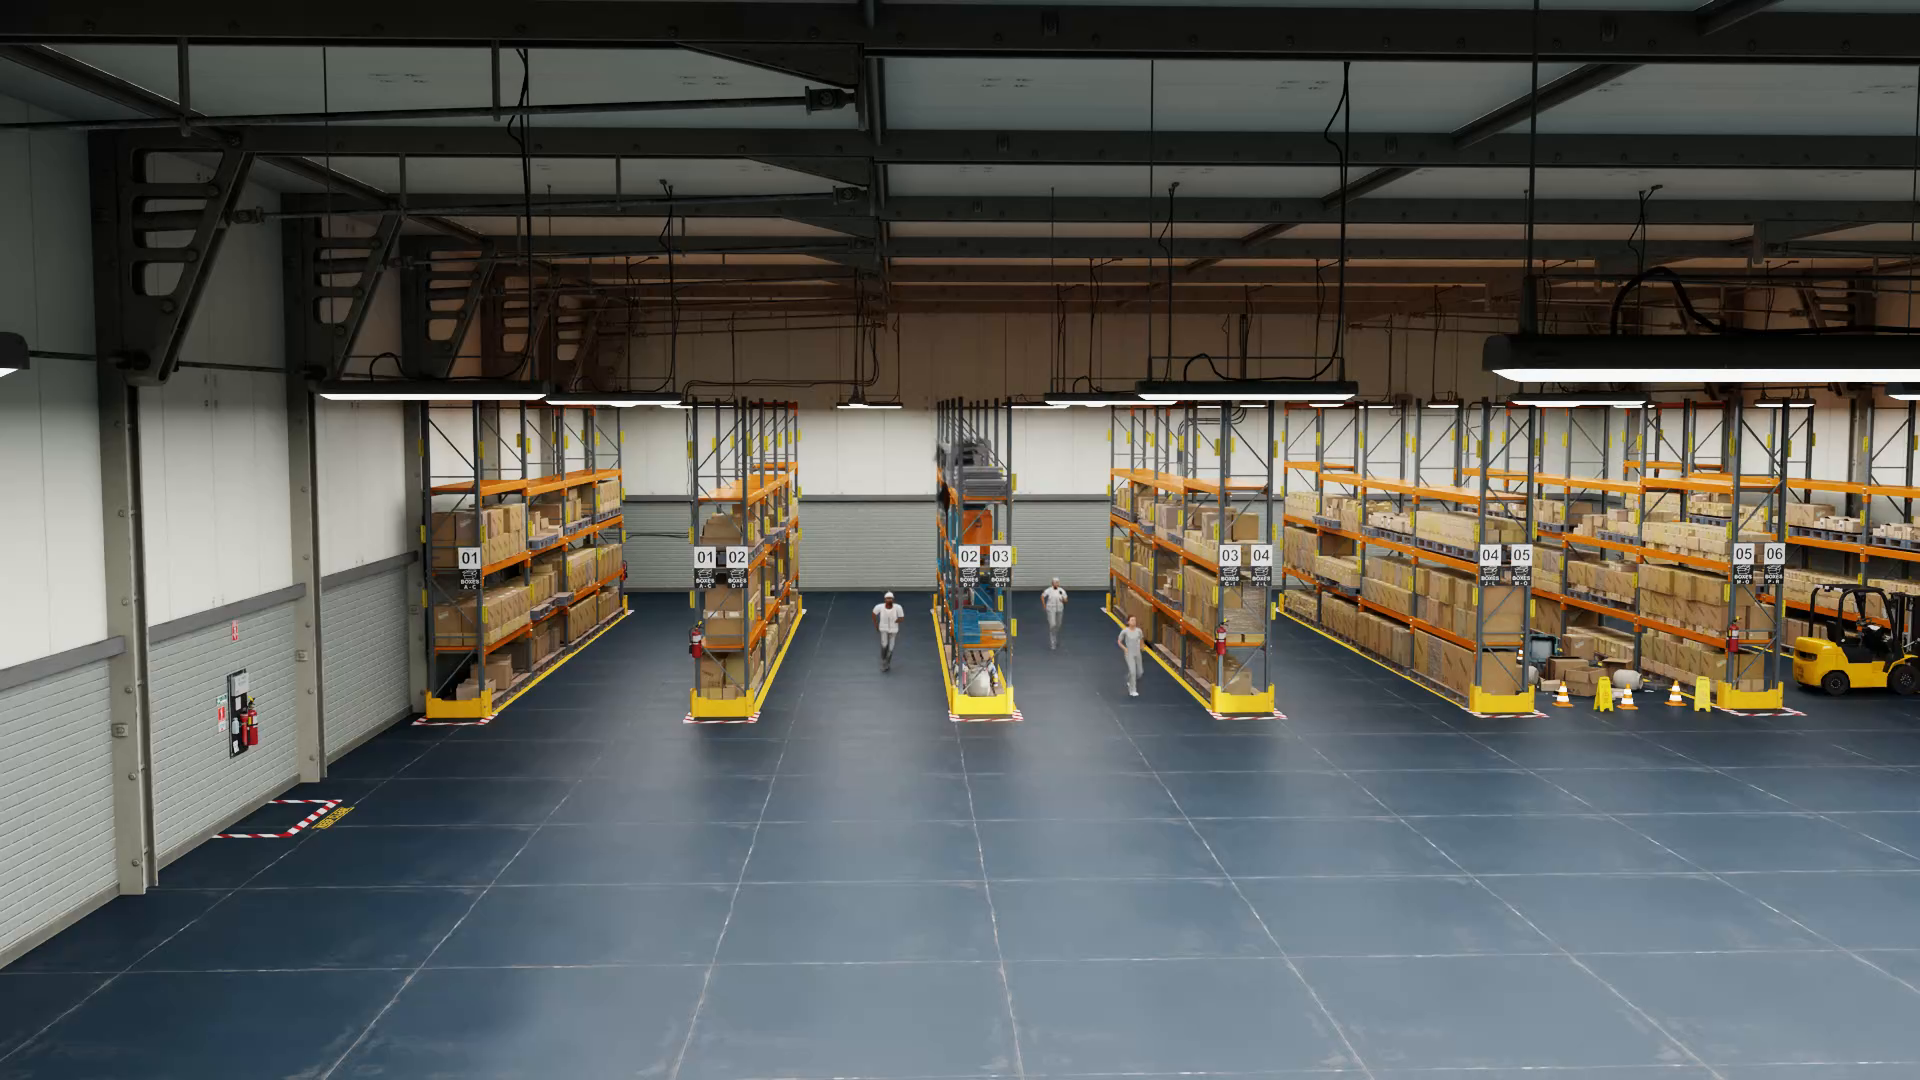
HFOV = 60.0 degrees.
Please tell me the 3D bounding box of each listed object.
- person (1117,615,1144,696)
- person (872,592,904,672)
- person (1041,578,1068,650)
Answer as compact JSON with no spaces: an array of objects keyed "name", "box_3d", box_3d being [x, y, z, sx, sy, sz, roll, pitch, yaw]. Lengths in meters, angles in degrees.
[{"name":"person","box_3d":[3.453,2.326,33.583,0.565,1.602,0.646,-1,5,-16]},{"name":"person","box_3d":[-1.573,2.020,36.659,0.683,1.756,0.740,-1,4,-10]},{"name":"person","box_3d":[2.307,1.764,40.419,0.590,1.709,0.844,-1,5,-14]}]
